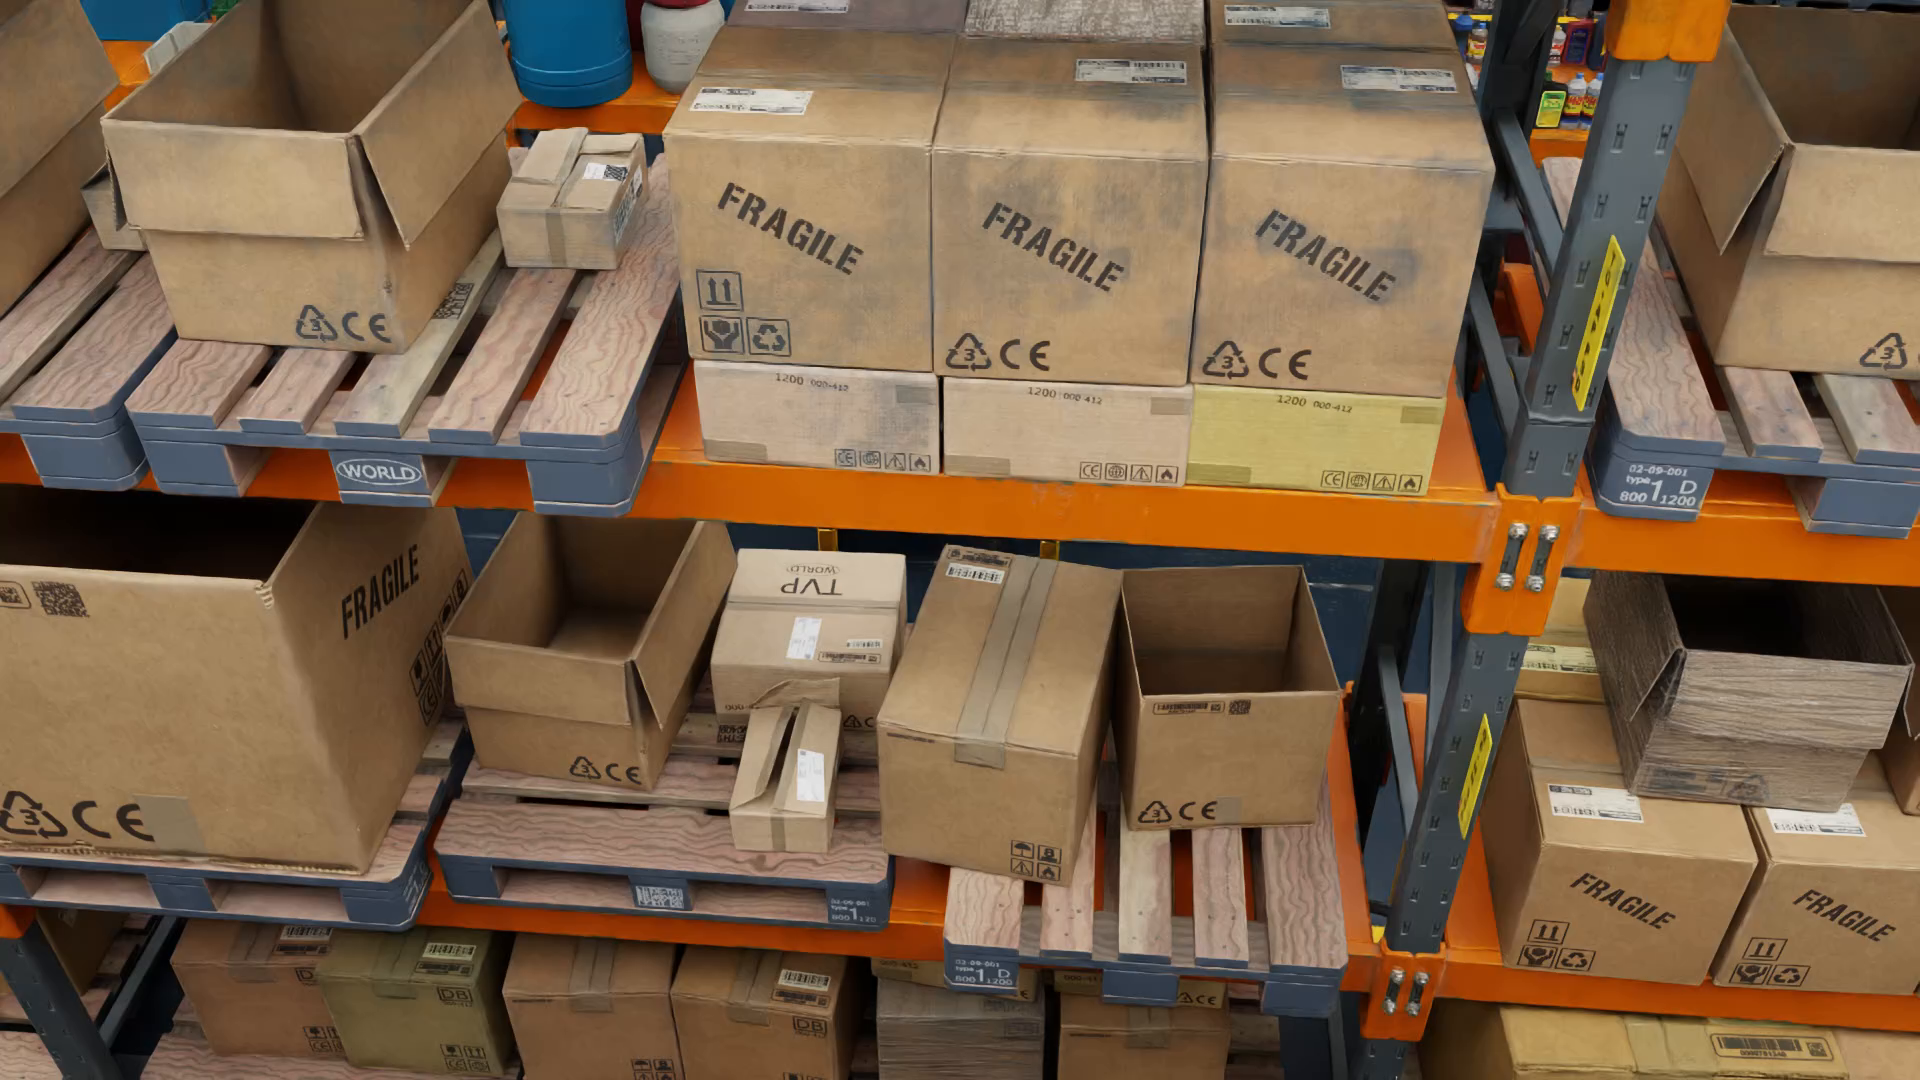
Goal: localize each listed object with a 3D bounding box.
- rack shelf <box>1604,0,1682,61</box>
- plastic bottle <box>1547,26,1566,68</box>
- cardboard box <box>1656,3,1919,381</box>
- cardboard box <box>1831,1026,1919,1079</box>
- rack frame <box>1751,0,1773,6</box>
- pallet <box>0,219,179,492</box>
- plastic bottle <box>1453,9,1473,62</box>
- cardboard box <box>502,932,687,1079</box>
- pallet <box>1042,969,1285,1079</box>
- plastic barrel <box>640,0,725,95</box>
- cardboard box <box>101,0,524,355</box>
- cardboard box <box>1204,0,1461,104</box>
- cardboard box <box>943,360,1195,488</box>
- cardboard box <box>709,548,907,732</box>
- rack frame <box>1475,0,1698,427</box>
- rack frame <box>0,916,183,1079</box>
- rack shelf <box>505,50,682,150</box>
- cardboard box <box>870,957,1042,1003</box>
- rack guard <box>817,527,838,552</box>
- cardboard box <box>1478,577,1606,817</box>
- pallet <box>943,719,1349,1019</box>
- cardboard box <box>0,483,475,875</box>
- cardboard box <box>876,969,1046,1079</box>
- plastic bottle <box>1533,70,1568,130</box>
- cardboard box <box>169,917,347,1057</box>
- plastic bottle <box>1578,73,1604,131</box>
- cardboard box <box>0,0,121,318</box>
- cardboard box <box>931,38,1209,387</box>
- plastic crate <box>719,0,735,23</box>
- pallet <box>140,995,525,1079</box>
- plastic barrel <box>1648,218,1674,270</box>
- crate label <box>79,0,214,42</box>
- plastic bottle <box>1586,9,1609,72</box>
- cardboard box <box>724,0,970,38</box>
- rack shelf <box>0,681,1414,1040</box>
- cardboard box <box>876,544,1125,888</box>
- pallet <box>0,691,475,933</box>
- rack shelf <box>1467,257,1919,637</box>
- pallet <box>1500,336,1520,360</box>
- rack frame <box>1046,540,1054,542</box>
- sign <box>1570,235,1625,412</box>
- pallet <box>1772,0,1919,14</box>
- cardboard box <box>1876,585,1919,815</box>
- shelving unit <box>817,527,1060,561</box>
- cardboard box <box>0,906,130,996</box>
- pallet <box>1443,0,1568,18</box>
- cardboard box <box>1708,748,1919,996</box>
[{"bbox_3d":[-0.766,-1.377,3.200,4.000,0.370,1.077,3,39,4],"label":"rack shelf"},{"bbox_3d":[3.116,-2.593,8.717,0.097,0.201,0.097,0,39,0],"label":"plastic bottle"},{"bbox_3d":[1.840,-0.754,3.510,0.637,0.503,0.797,5,39,6],"label":"cardboard box"},{"bbox_3d":[2.800,1.389,5.017,0.875,0.875,1.225,3,39,4],"label":"cardboard box"},{"bbox_3d":[6.070,-5.388,11.993,0.127,3.000,1.000,3,39,4],"label":"rack frame"},{"bbox_3d":[-2.153,-0.584,3.864,1.003,0.211,1.213,3,39,4],"label":"pallet"},{"bbox_3d":[2.631,-2.646,8.727,0.097,0.271,0.097,0,39,0],"label":"plastic bottle"},{"bbox_3d":[-1.118,1.320,5.384,0.500,0.500,0.700,0,39,0],"label":"cardboard box"},{"bbox_3d":[0.448,1.662,5.541,1.213,0.211,1.003,3,39,4],"label":"pallet"},{"bbox_3d":[-1.397,-2.571,8.425,0.433,0.535,0.433,0,39,0],"label":"plastic barrel"},{"bbox_3d":[-1.360,-0.821,3.592,0.637,0.503,0.797,5,39,6],"label":"cardboard box"},{"bbox_3d":[0.780,-0.959,3.701,0.500,0.500,0.500,3,39,4],"label":"cardboard box"},{"bbox_3d":[0.236,-0.371,3.573,0.500,0.250,0.500,3,39,4],"label":"cardboard box"},{"bbox_3d":[-0.424,0.283,4.812,0.500,0.250,0.500,2,39,3],"label":"cardboard box"},{"bbox_3d":[1.226,-1.703,2.713,0.127,3.000,1.000,3,39,4],"label":"rack frame"},{"bbox_3d":[-2.759,0.406,4.875,0.127,3.000,1.000,3,39,4],"label":"rack frame"},{"bbox_3d":[-0.339,-2.321,8.795,4.000,0.370,1.077,3,39,4],"label":"rack shelf"},{"bbox_3d":[0.027,1.092,5.070,0.500,0.250,0.500,7,40,9],"label":"cardboard box"},{"bbox_3d":[-0.572,-0.128,7.710,0.087,0.250,0.587,3,39,4],"label":"rack guard"},{"bbox_3d":[1.739,0.456,4.734,0.500,0.500,0.500,4,39,5],"label":"cardboard box"},{"bbox_3d":[0.507,0.727,4.633,1.003,0.211,1.213,3,39,4],"label":"pallet"},{"bbox_3d":[-1.979,0.142,4.391,1.000,1.000,1.000,3,39,4],"label":"cardboard box"},{"bbox_3d":[0.003,1.377,5.314,0.500,0.500,0.700,0,39,0],"label":"cardboard box"},{"bbox_3d":[2.877,-2.145,8.102,0.133,0.283,0.061,3,39,4],"label":"plastic bottle"},{"bbox_3d":[-2.149,1.252,5.467,0.500,0.500,0.700,0,39,0],"label":"cardboard box"},{"bbox_3d":[3.091,-2.140,8.105,0.097,0.271,0.097,0,39,0],"label":"plastic bottle"},{"bbox_3d":[-2.299,-0.872,3.655,0.637,0.503,0.797,1,39,2],"label":"cardboard box"},{"bbox_3d":[0.218,-0.662,3.335,0.500,0.500,0.500,3,39,4],"label":"cardboard box"},{"bbox_3d":[-1.206,-2.838,8.873,0.575,0.384,0.392,3,39,4],"label":"plastic crate"},{"bbox_3d":[-1.983,1.529,5.704,1.213,0.211,1.003,3,39,4],"label":"pallet"},{"bbox_3d":[3.838,-1.637,9.023,0.421,0.512,0.421,0,39,0],"label":"plastic barrel"},{"bbox_3d":[-4.459,-3.010,9.044,0.616,0.435,0.502,3,39,4],"label":"crate label"},{"bbox_3d":[3.387,-2.621,8.633,0.185,0.351,0.144,3,39,4],"label":"plastic bottle"},{"bbox_3d":[-0.226,-1.012,3.766,0.500,0.500,0.500,2,39,3],"label":"cardboard box"},{"bbox_3d":[-0.766,0.794,4.968,4.000,0.370,1.077,3,39,4],"label":"rack shelf"},{"bbox_3d":[0.120,0.451,4.408,0.500,0.500,0.700,9,40,10],"label":"cardboard box"},{"bbox_3d":[-2.010,0.614,4.772,1.213,0.211,1.003,3,39,4],"label":"pallet"},{"bbox_3d":[3.219,-0.151,3.753,4.000,0.370,1.077,3,39,4],"label":"rack shelf"},{"bbox_3d":[2.443,-1.393,9.294,1.213,0.211,1.003,3,39,4],"label":"pallet"},{"bbox_3d":[0.421,-0.559,7.248,0.032,1.500,0.500,3,39,4],"label":"rack frame"},{"bbox_3d":[1.178,-0.399,3.078,0.005,0.325,0.100,3,39,4],"label":"sign"},{"bbox_3d":[6.754,-4.269,12.827,1.213,0.211,1.003,3,39,4],"label":"pallet"},{"bbox_3d":[2.602,0.284,4.152,0.637,0.503,0.797,4,39,5],"label":"cardboard box"},{"bbox_3d":[-0.076,-0.586,7.282,1.083,1.500,0.587,3,39,4],"label":"shelving unit"},{"bbox_3d":[-3.154,1.166,5.589,0.500,0.500,0.500,2,39,2],"label":"cardboard box"},{"bbox_3d":[4.037,-4.392,12.979,1.213,0.211,1.003,3,39,4],"label":"pallet"},{"bbox_3d":[2.201,0.810,4.300,0.500,0.500,0.500,2,39,3],"label":"cardboard box"}]
